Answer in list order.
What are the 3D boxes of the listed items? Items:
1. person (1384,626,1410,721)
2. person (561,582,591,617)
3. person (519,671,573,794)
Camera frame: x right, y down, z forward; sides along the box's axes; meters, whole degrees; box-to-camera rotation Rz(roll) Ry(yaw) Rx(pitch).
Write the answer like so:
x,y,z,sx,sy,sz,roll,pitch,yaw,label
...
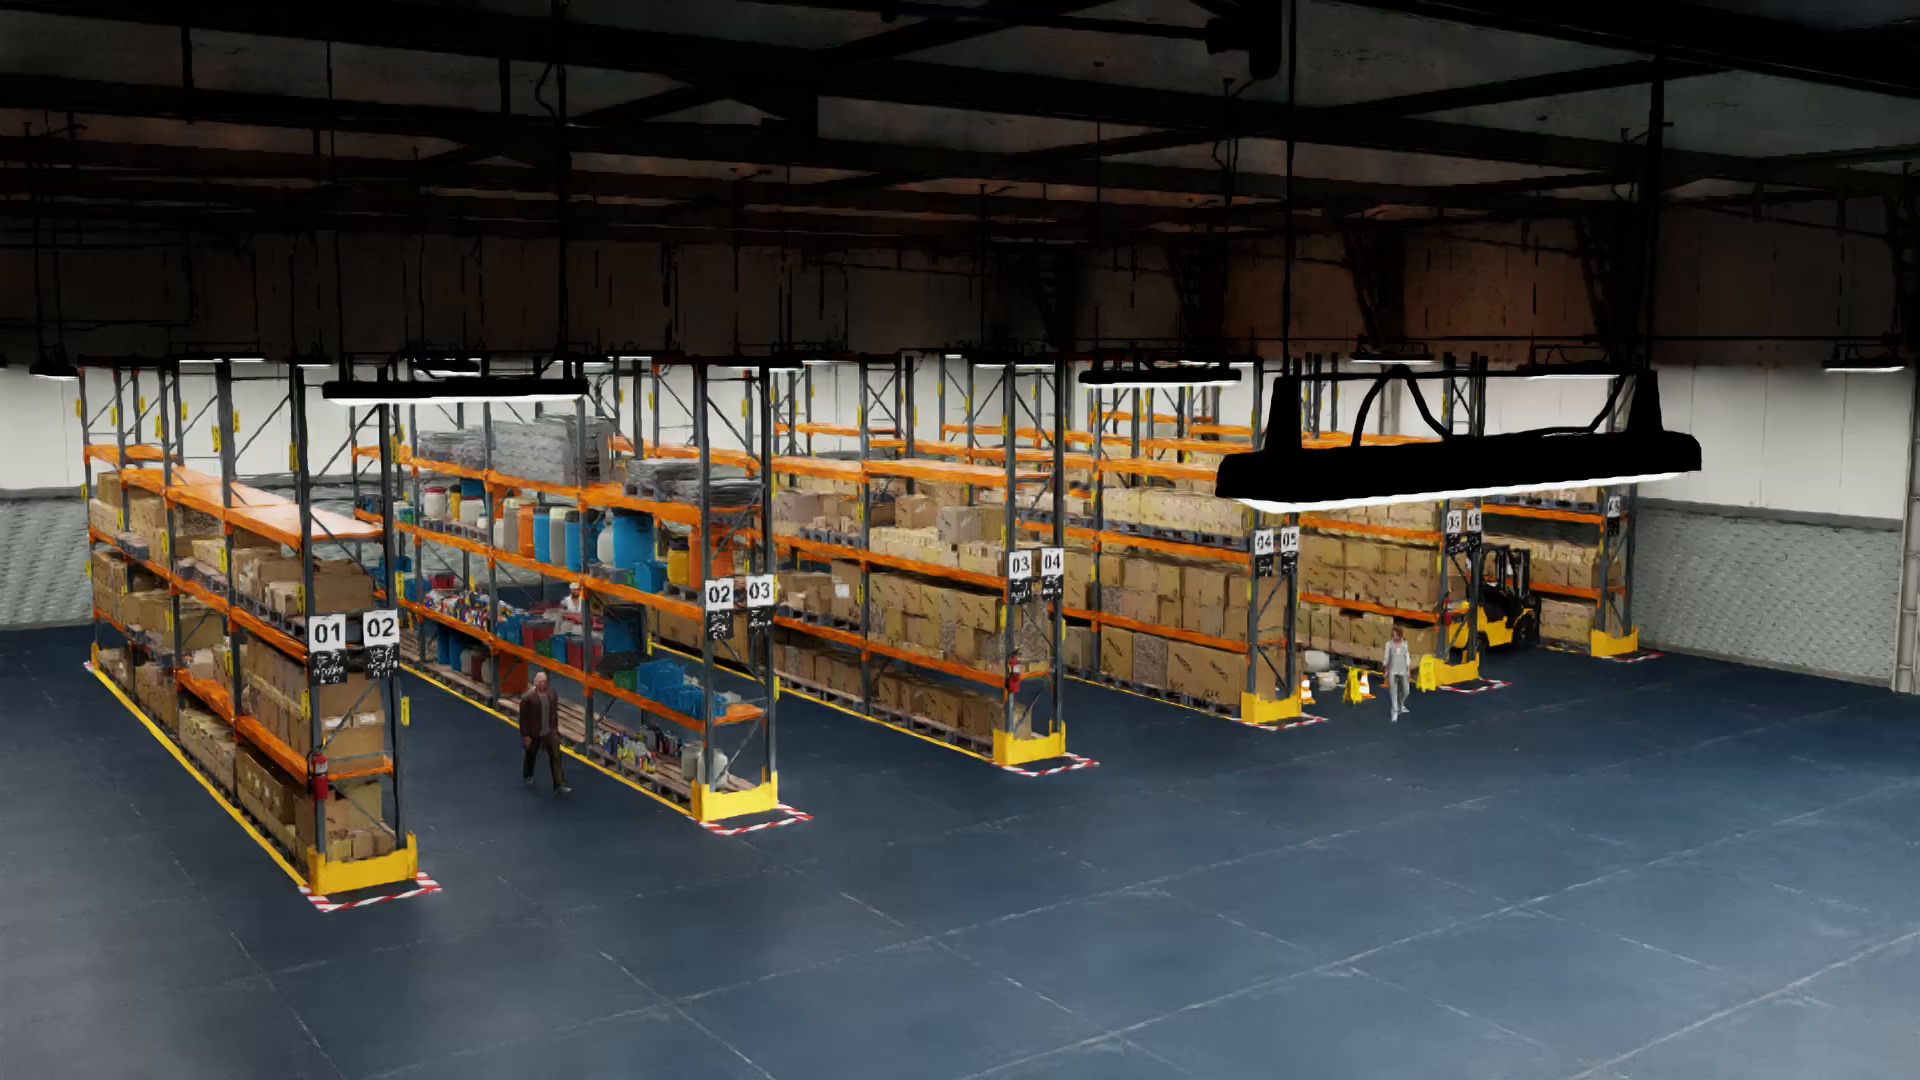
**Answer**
x,y,z,sx,sy,sz,roll,pitch,yaw,label
7.274,2.198,27.685,0.473,1.589,0.502,0,7,3,person
-7.290,1.644,31.586,0.567,1.736,1.044,-5,9,-36,person
-5.839,2.664,23.196,0.598,1.698,1.193,-5,8,-33,person
